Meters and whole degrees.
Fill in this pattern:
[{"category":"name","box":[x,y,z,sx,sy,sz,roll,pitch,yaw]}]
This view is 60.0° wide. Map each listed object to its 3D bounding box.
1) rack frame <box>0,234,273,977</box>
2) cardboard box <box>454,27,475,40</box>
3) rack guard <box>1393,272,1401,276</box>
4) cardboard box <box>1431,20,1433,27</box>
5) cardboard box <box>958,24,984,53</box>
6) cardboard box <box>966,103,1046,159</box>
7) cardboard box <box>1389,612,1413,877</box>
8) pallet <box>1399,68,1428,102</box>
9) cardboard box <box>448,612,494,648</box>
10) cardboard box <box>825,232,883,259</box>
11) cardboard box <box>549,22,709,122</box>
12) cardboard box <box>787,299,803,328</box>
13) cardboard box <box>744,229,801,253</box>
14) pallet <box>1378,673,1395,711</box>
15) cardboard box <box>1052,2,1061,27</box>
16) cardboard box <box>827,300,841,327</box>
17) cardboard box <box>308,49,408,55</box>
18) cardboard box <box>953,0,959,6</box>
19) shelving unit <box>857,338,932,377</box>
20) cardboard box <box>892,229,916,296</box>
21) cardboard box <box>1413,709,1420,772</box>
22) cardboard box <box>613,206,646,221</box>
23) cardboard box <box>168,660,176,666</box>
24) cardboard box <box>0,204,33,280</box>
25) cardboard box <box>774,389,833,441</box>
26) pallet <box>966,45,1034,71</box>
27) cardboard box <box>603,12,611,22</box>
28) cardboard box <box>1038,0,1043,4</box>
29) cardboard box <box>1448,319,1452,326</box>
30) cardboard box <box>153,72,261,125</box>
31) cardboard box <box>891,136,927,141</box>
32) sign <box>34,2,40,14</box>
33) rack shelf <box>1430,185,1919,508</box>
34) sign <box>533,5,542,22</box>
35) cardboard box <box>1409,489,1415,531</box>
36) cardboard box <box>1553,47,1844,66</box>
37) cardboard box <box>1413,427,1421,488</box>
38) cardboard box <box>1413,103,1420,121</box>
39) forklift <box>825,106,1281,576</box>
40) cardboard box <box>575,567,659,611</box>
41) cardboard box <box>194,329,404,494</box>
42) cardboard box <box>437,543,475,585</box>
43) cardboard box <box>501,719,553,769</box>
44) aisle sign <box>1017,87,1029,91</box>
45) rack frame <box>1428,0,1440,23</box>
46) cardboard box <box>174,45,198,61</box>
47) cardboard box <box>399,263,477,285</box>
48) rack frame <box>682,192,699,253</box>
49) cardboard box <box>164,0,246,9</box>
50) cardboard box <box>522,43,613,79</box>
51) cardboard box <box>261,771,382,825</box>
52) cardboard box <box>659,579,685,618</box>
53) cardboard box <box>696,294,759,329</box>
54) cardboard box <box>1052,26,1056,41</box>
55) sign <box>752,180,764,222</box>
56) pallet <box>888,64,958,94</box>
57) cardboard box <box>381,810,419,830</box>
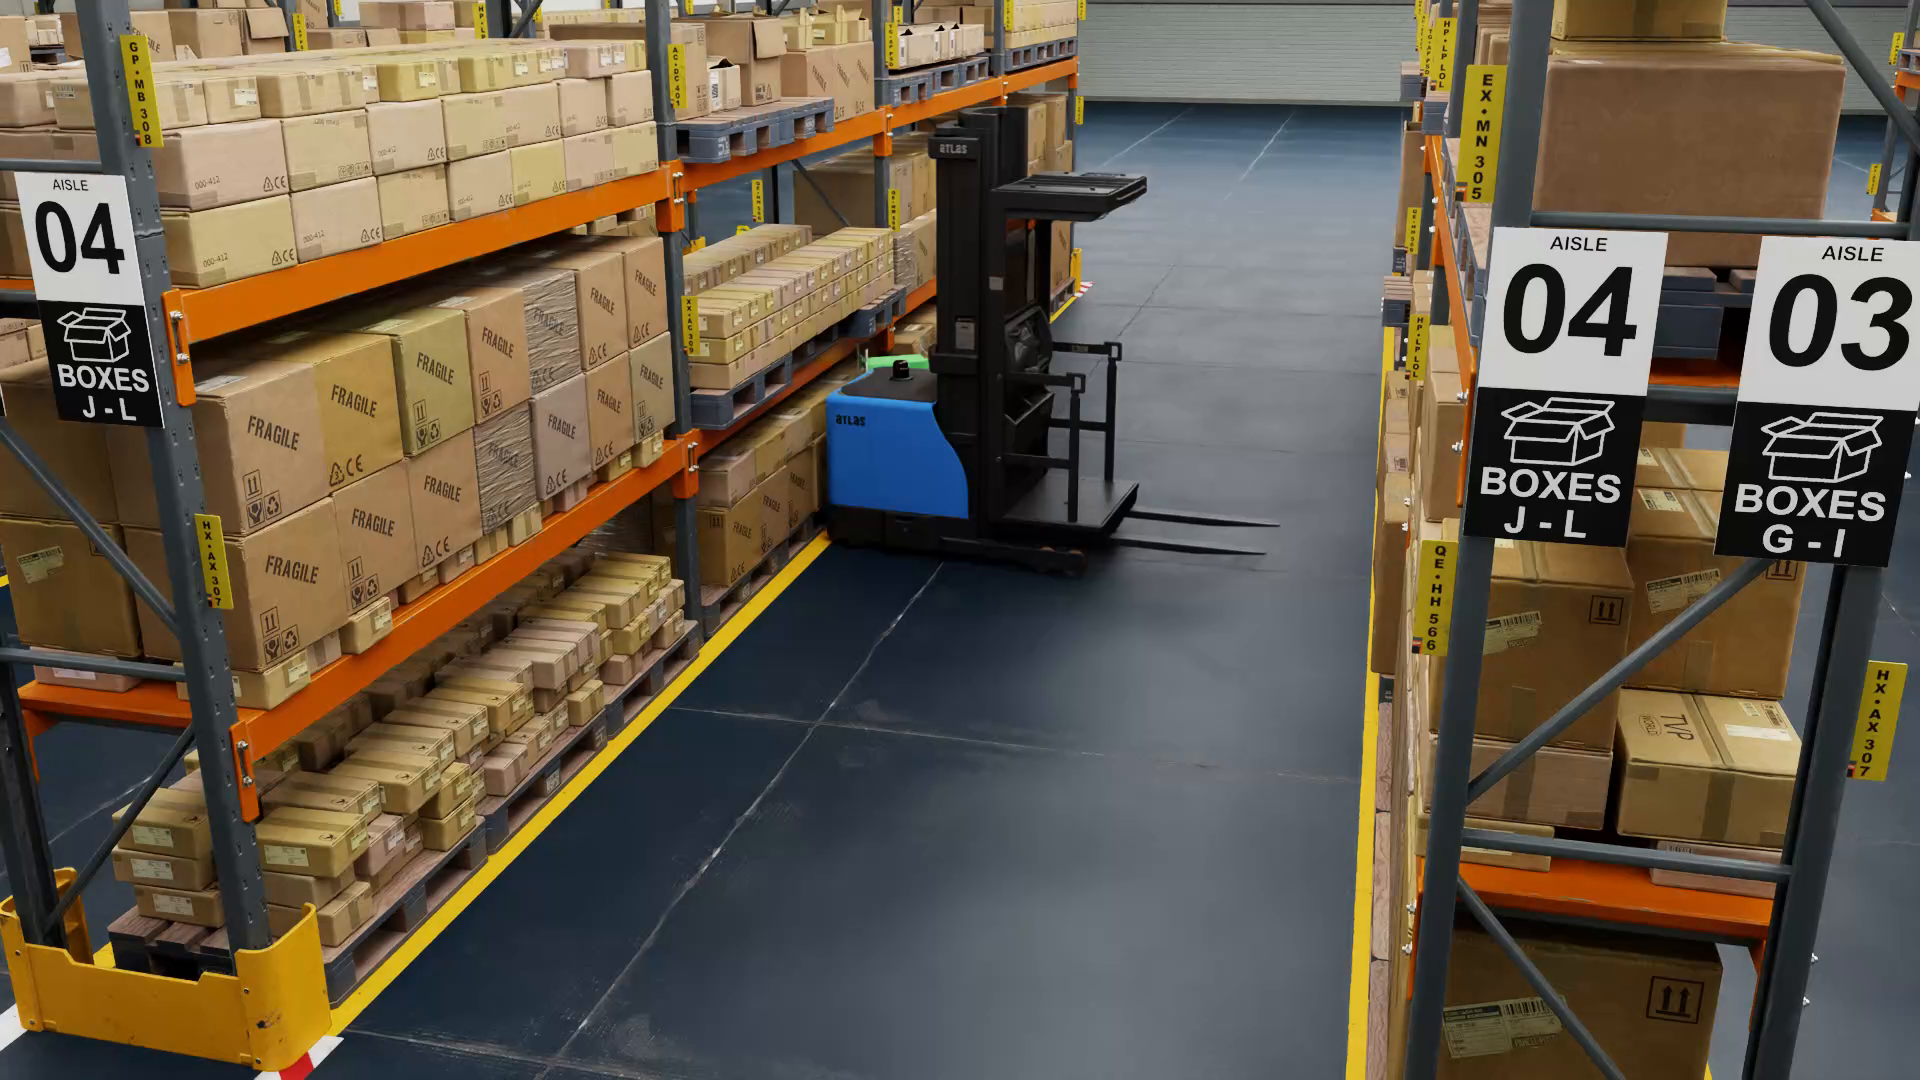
[{"category":"rack frame","box":[-2.993,0.440,5.759,1.000,3.000,0.127,5,19,13]},{"category":"cardboard box","box":[-5.017,-4.875,16.261,0.500,0.250,0.500,5,19,14]},{"category":"rack guard","box":[5.682,-2.945,19.536,1.175,0.500,0.348,5,19,13]},{"category":"cardboard box","box":[4.283,-4.130,13.688,0.797,0.503,0.637,5,20,16]},{"category":"cardboard box","box":[-0.079,-4.682,15.541,0.500,0.250,0.500,5,19,14]},{"category":"cardboard box","box":[0.471,-4.523,18.386,0.875,0.550,0.500,5,19,13]},{"category":"cardboard box","box":[2.310,0.899,7.052,0.875,0.875,0.875,5,19,13]},{"category":"pallet","box":[4.219,-3.718,13.582,1.213,0.211,1.003,5,19,13]},{"category":"cardboard box","box":[-2.623,0.468,8.516,0.380,0.149,0.250,5,20,15]},{"category":"cardboard box","box":[-0.778,-2.161,12.191,0.380,0.149,0.250,4,19,13]},{"category":"cardboard box","box":[-1.817,-2.589,9.183,0.700,0.500,0.500,5,19,13]},{"category":"cardboard box","box":[-1.223,-1.450,10.571,0.380,0.149,0.250,5,20,16]},{"category":"cardboard box","box":[-1.403,-2.215,12.350,0.380,0.149,0.250,4,19,12]},{"category":"pallet","box":[2.884,0.681,9.366,1.003,0.211,1.213,5,19,13]},{"category":"cardboard box","box":[0.821,-5.821,18.415,0.500,0.250,0.500,5,19,13]},{"category":"cardboard box","box":[-1.032,-1.555,11.338,0.380,0.149,0.250,5,20,15]},{"category":"cardboard box","box":[-2.690,-2.107,7.418,0.380,0.149,0.250,6,20,16]},{"category":"cardboard box","box":[-0.219,-5.464,16.755,0.380,0.149,0.250,5,19,13]},{"category":"shelving unit","box":[-0.482,-0.873,12.386,0.503,1.200,0.258,-6,20,-18]},{"category":"cardboard box","box":[-0.667,-2.234,13.433,0.500,0.500,0.500,5,19,14]},{"category":"cardboard box","box":[1.684,0.684,5.433,0.380,0.149,0.250,5,19,14]},{"category":"cardboard box","box":[-4.007,-3.941,20.024,0.380,0.149,0.250,6,20,16]},{"category":"cardboard box","box":[-3.091,0.359,6.384,0.380,0.149,0.250,5,19,13]},{"category":"cardboard box","box":[-3.139,-1.072,5.777,0.500,0.250,0.500,4,19,12]},{"category":"cardboard box","box":[-1.204,-0.886,11.698,0.500,0.250,0.500,5,20,15]},{"category":"pallet","box":[0.149,-4.954,17.048,1.003,0.211,1.213,5,19,13]},{"category":"cardboard box","box":[-4.193,-5.925,18.908,0.380,0.149,0.250,5,20,14]},{"category":"cardboard box","box":[0.667,-5.732,17.537,0.380,0.149,0.250,5,19,13]},{"category":"cardboard box","box":[3.096,-1.327,9.227,0.797,0.503,0.637,5,19,14]},{"category":"cardboard box","box":[-2.614,-1.496,5.627,0.380,0.149,0.250,5,20,16]},{"category":"cardboard box","box":[-0.301,-3.524,15.663,0.700,0.500,0.500,4,19,12]},{"category":"sign","box":[-10.239,-5.816,18.512,0.100,0.325,0.005,5,19,13]},{"category":"rack shelf","box":[2.280,-0.843,5.986,1.077,0.370,4.000,5,19,13]},{"category":"sign","box":[-4.347,-5.488,17.065,0.100,0.325,0.005,5,19,13]},{"category":"cardboard box","box":[2.310,-0.123,7.795,0.380,0.149,0.250,4,19,12]},{"category":"cardboard box","box":[2.121,-1.184,4.912,0.700,0.500,0.500,4,19,11]},{"category":"cardboard box","box":[2.400,-0.334,7.795,0.500,0.250,0.500,4,19,12]},{"category":"cardboard box","box":[5.052,-4.349,17.618,0.500,0.500,0.500,5,19,13]},{"category":"forklift","box":[0.645,-1.345,11.091,3.031,2.935,1.130,6,20,18]},{"category":"cardboard box","box":[-1.875,0.270,9.096,0.380,0.149,0.250,5,19,14]},{"category":"cardboard box","box":[-2.509,-0.500,6.348,0.500,0.500,0.500,5,20,15]},{"category":"cardboard box","box":[-2.348,0.070,7.231,0.380,0.149,0.250,4,19,12]},{"category":"cardboard box","box":[-2.190,0.965,7.981,0.380,0.149,0.250,5,19,13]},{"category":"aisle sign","box":[0.642,-5.851,20.155,0.394,0.787,0.004,5,19,13]},{"category":"rack frame","box":[4.724,-5.737,14.561,1.000,3.000,0.127,5,19,13]},{"category":"cardboard box","box":[-5.861,-3.522,12.276,0.396,0.266,0.258,4,19,12]},{"category":"cardboard box","box":[-2.628,-1.034,7.911,0.500,0.500,0.500,5,19,14]},{"category":"rack frame","box":[-3.909,-4.934,21.493,1.000,3.000,0.127,5,19,13]},{"category":"cardboard box","box":[-9.122,-6.388,20.144,0.797,0.503,0.637,5,20,15]},{"category":"cardboard box","box":[-1.901,-2.304,7.994,0.380,0.149,0.250,5,19,13]},{"category":"cardboard box","box":[-2.585,1.075,6.739,0.380,0.149,0.250,5,19,14]},{"category":"cardboard box","box":[-1.785,0.320,9.412,0.380,0.149,0.250,5,20,14]},{"category":"cardboard box","box":[-1.412,-1.350,9.818,0.380,0.149,0.250,5,20,15]},{"category":"cardboard box","box":[0.852,-5.592,18.364,0.380,0.149,0.250,5,19,14]},{"category":"sign","box":[-1.578,-2.658,13.038,0.100,0.325,0.005,5,19,13]},{"category":"pallet","box":[-0.663,-3.954,14.276,1.003,0.211,1.213,6,20,16]},{"category":"cardboard box","box":[-2.521,1.141,7.008,0.380,0.149,0.250,5,19,14]}]
